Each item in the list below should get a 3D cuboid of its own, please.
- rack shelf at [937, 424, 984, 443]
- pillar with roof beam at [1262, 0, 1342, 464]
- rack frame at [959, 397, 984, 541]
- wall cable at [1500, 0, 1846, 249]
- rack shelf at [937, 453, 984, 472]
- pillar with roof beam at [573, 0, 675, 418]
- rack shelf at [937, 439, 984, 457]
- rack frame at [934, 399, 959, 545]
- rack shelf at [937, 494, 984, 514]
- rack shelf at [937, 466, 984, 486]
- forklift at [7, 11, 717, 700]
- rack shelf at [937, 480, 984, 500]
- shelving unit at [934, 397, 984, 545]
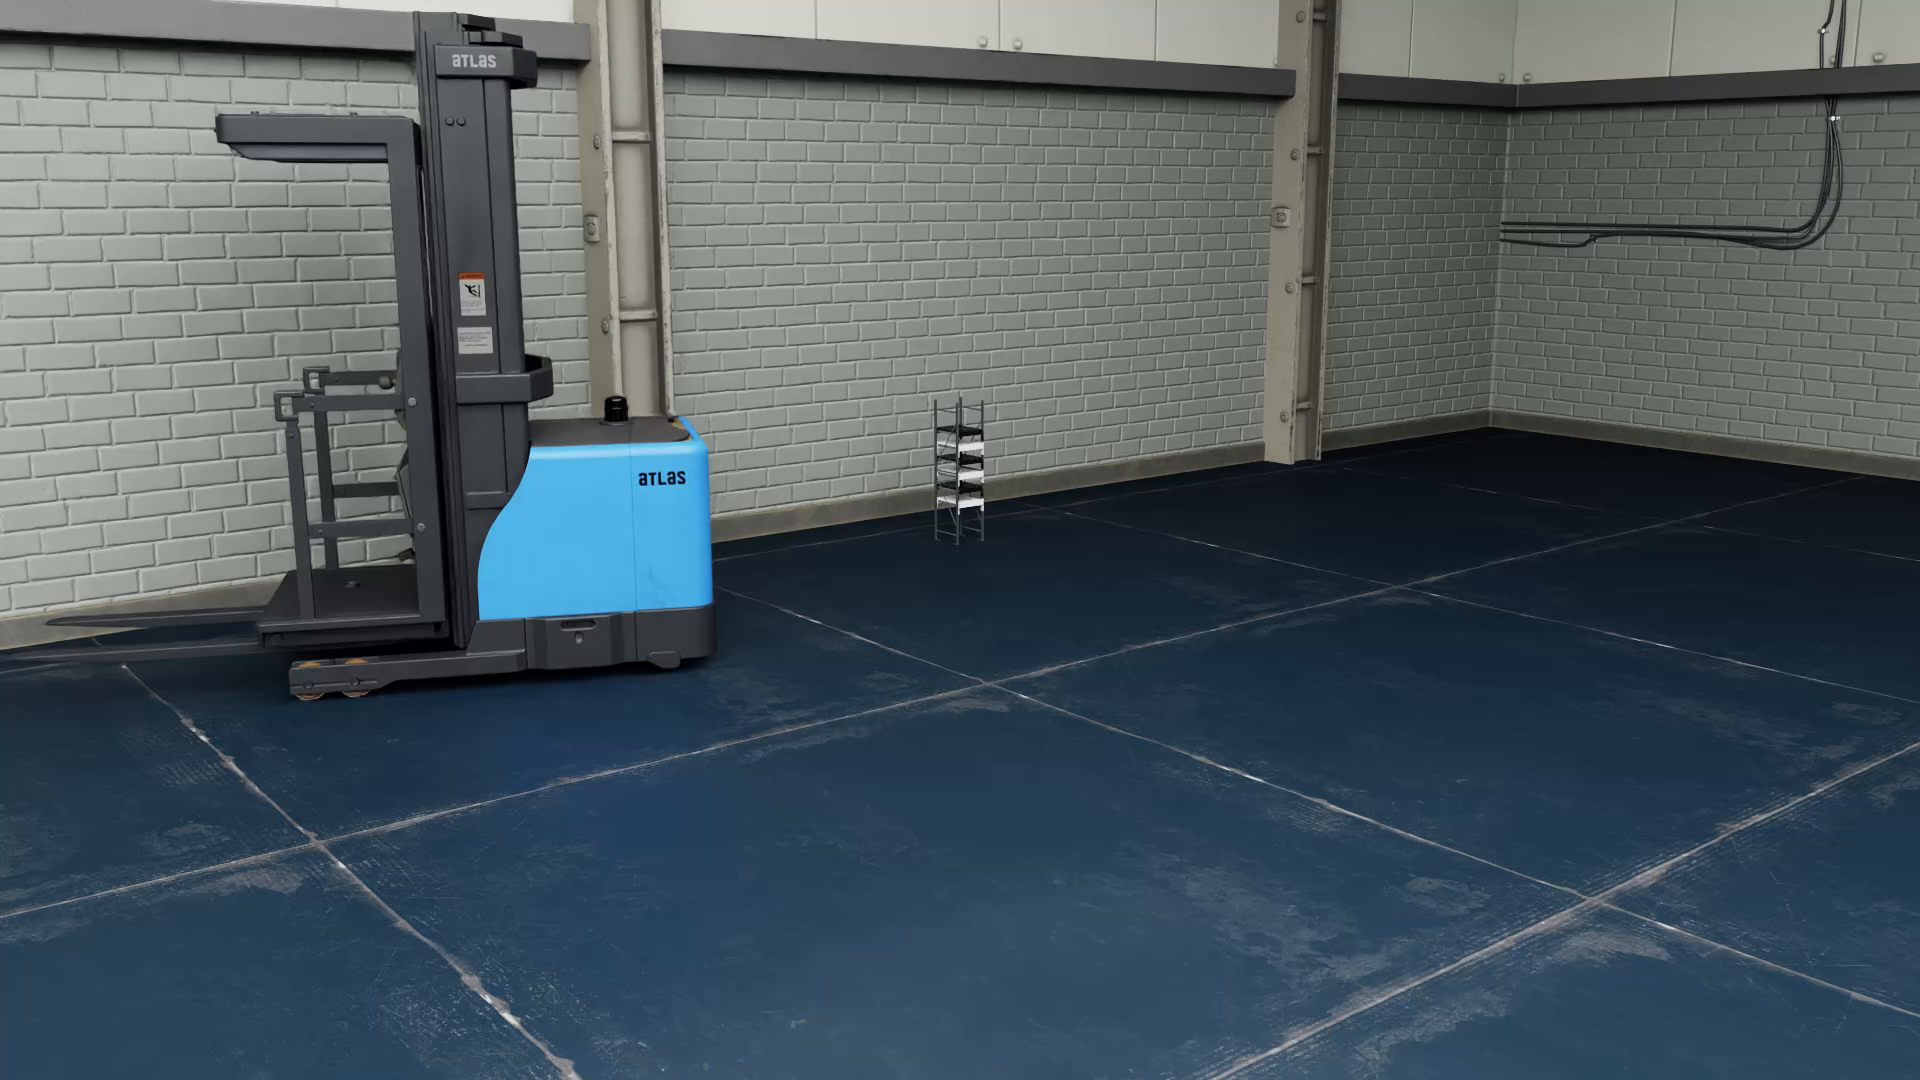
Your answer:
[{"bbox_3d":[-0.006,-0.671,10.481,0.200,0.077,0.258,-9,15,-38],"label":"rack shelf"},{"bbox_3d":[5.430,-4.368,9.534,0.400,9.000,9.100,-9,15,-38],"label":"pillar with roof beam"},{"bbox_3d":[0.073,-0.452,10.592,0.006,0.900,0.240,-9,15,-38],"label":"rack frame"},{"bbox_3d":[5.867,-3.715,13.935,0.112,2.526,3.097,-9,15,-38],"label":"wall cable"},{"bbox_3d":[-0.006,-0.495,10.519,0.200,0.077,0.258,-9,15,-38],"label":"rack shelf"},{"bbox_3d":[0.745,-3.589,5.867,0.400,9.000,9.100,-9,15,-38],"label":"pillar with roof beam"},{"bbox_3d":[-0.006,-0.583,10.500,0.200,0.077,0.258,-9,15,-38],"label":"rack shelf"},{"bbox_3d":[-0.086,-0.426,10.468,0.006,0.900,0.240,-9,15,-38],"label":"rack frame"},{"bbox_3d":[-0.006,-0.230,10.575,0.200,0.077,0.258,-9,15,-38],"label":"rack shelf"},{"bbox_3d":[-0.006,-0.407,10.537,0.200,0.077,0.258,-9,15,-38],"label":"rack shelf"},{"bbox_3d":[-2.716,-0.850,7.574,3.031,2.935,1.130,-3,12,-14],"label":"forklift"},{"bbox_3d":[-0.006,-0.318,10.556,0.200,0.077,0.258,-9,15,-38],"label":"rack shelf"},{"bbox_3d":[-0.006,-0.439,10.530,0.210,0.900,0.258,-9,15,-38],"label":"shelving unit"}]
